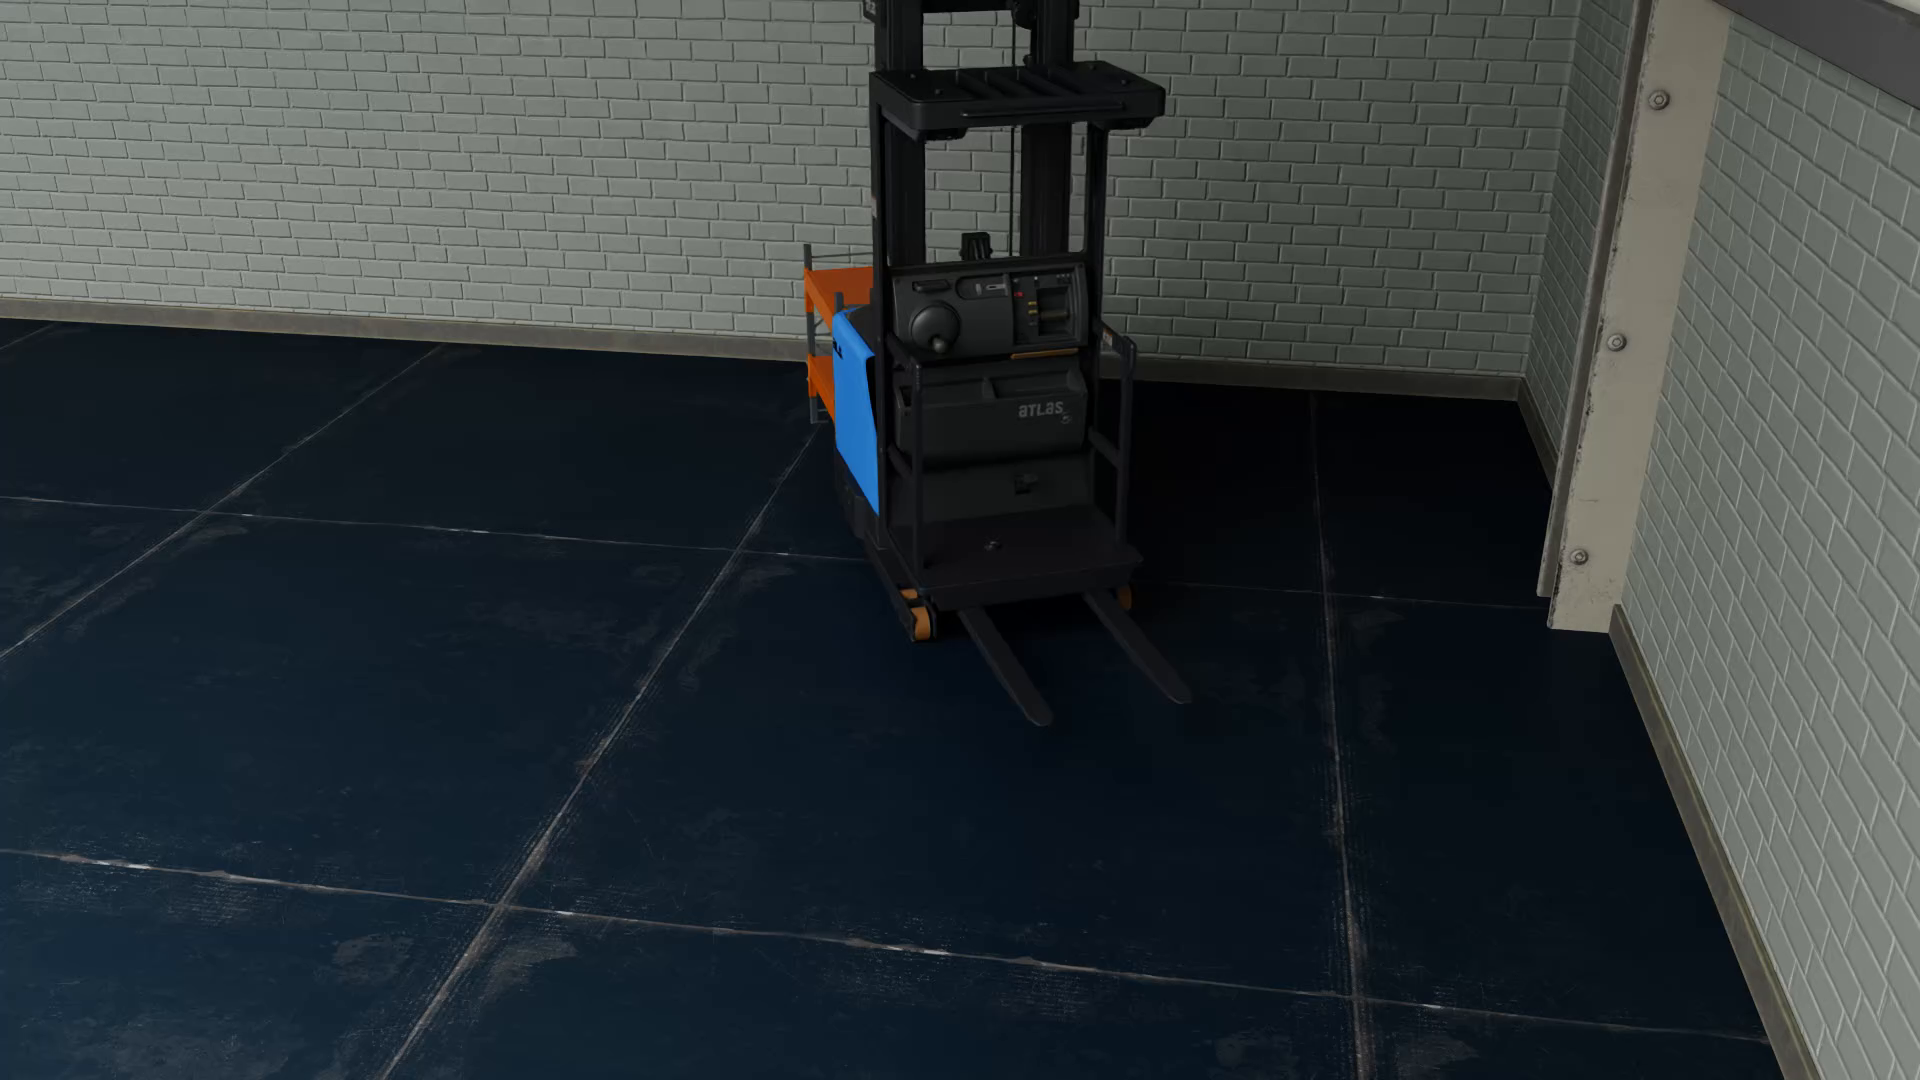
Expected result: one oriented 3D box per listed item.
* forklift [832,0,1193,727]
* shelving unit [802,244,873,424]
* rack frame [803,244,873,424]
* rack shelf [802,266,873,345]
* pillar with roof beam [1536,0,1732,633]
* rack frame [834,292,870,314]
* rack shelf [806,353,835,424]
[{"bbox_3d":[0.209,-1.040,7.514,1.130,2.935,3.031,-7,26,-15],"label":"forklift"},{"bbox_3d":[-0.556,-1.052,9.670,0.538,1.125,1.048,-6,26,-13],"label":"shelving unit"},{"bbox_3d":[-0.681,-1.261,10.116,0.500,1.125,0.032,-6,26,-13],"label":"rack frame"},{"bbox_3d":[-0.556,-1.317,9.546,0.538,0.278,1.000,-6,26,-13],"label":"rack shelf"},{"bbox_3d":[-1.281,-4.029,6.742,9.100,9.000,0.400,4,25,9],"label":"pillar with roof beam"},{"bbox_3d":[-0.430,-0.843,9.224,0.500,1.125,0.032,-6,26,-13],"label":"rack frame"},{"bbox_3d":[-0.556,-0.830,9.774,0.538,0.278,1.000,-6,26,-13],"label":"rack shelf"}]
